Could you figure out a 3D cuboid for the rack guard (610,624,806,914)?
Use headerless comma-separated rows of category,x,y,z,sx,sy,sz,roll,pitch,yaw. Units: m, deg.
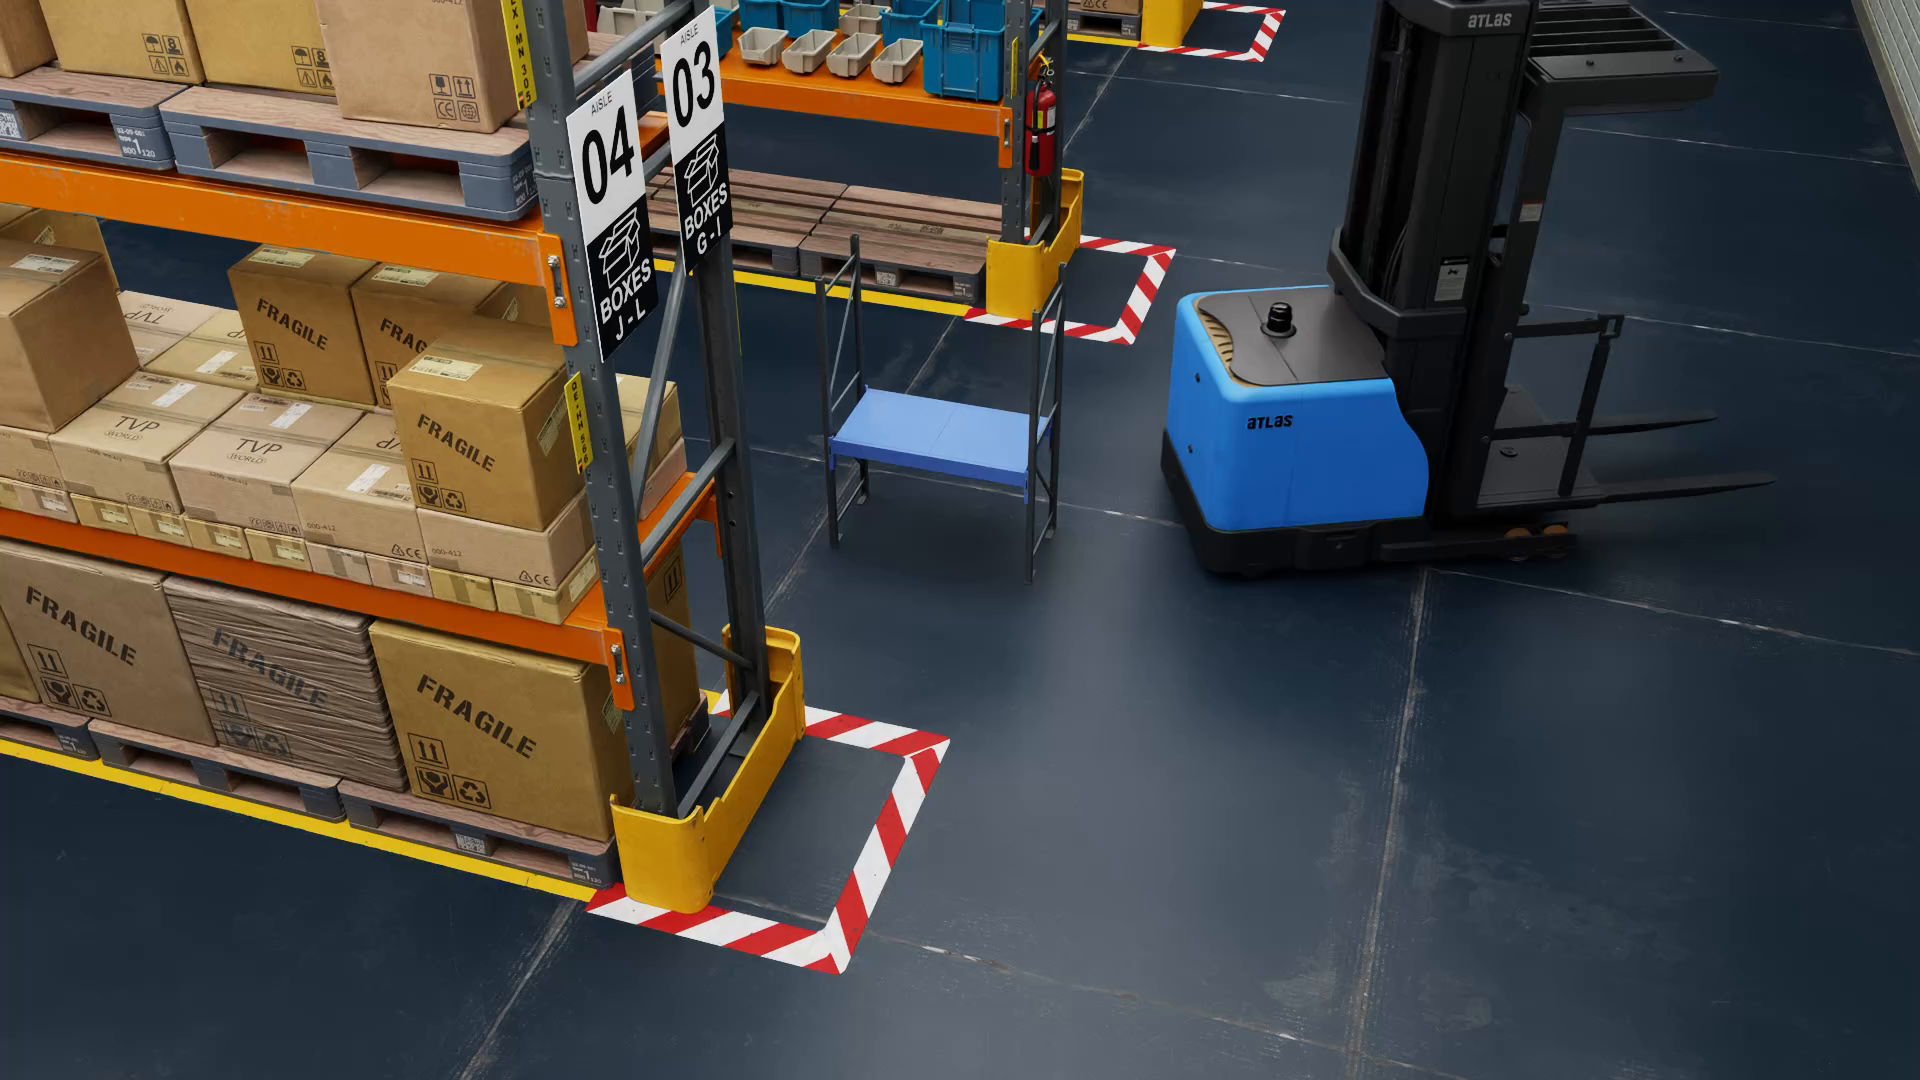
rack guard,-0.997,0.901,6.789,0.348,0.500,1.175,10,38,14

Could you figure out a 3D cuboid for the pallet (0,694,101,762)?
pallet,-4.136,0.485,7.598,1.213,0.211,1.003,10,38,14

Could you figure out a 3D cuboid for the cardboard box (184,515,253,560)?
cardboard box,-2.681,-0.111,6.267,0.250,0.149,0.380,11,38,14

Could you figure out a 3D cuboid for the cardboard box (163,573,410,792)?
cardboard box,-2.524,0.348,6.870,0.875,0.875,0.875,10,38,14

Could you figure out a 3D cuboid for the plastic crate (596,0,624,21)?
plastic crate,-2.213,-3.487,10.823,0.590,0.125,0.437,10,38,14

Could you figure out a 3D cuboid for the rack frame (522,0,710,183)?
rack frame,-1.020,-2.526,4.276,0.127,3.000,1.000,10,38,14

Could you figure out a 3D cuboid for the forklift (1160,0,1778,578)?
forklift,2.625,-1.382,7.839,3.031,2.935,1.130,-5,37,-6

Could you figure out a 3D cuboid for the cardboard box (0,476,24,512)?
cardboard box,-3.657,-0.292,6.513,0.250,0.149,0.380,10,38,13

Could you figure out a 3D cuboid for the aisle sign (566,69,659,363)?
aisle sign,-1.041,-0.974,5.035,0.004,0.787,0.394,10,38,14

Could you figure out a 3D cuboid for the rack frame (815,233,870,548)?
rack frame,-0.567,-0.709,8.133,0.032,1.500,0.500,10,38,14

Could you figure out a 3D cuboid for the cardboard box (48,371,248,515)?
cardboard box,-3.030,-0.374,6.289,0.500,0.250,0.500,11,38,14

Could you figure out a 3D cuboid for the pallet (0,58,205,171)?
pallet,-2.900,-1.622,5.653,1.213,0.211,1.003,10,38,14

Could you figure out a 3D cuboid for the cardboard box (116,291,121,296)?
cardboard box,-3.844,-0.857,6.944,0.500,0.250,0.500,12,38,15

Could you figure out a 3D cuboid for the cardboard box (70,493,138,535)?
cardboard box,-3.167,-0.201,6.389,0.250,0.149,0.380,9,37,13

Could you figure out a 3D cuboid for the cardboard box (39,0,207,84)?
cardboard box,-2.542,-1.861,5.379,0.500,0.500,0.700,8,37,11

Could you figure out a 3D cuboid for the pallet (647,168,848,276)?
pallet,-1.480,-2.174,11.210,1.213,0.211,1.003,10,38,14

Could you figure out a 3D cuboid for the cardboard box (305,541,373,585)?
cardboard box,-2.185,-0.020,6.144,0.250,0.149,0.380,11,38,15

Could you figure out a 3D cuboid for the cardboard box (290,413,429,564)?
cardboard box,-2.046,-0.195,6.045,0.500,0.250,0.500,10,37,13

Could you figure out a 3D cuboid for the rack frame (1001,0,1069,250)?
rack frame,0.457,-2.912,9.861,0.127,3.000,1.000,10,38,14

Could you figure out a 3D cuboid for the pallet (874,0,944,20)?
pallet,-0.057,-4.962,14.998,1.213,0.211,1.003,10,38,14

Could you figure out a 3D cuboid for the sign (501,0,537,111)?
sign,-1.195,-1.338,4.512,0.005,0.325,0.100,10,38,14

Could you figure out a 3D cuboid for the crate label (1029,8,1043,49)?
crate label,0.319,-3.099,10.206,0.303,0.233,0.416,10,38,14

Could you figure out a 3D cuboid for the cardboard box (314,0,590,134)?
cardboard box,-1.533,-1.629,5.065,0.500,0.500,0.700,8,37,11

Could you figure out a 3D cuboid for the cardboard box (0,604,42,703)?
cardboard box,-4.232,0.032,7.300,0.875,0.875,0.875,10,38,14

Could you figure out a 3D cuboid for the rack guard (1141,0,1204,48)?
rack guard,1.865,-4.721,14.428,0.348,0.500,1.175,10,38,14

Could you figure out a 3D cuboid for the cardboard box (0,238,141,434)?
cardboard box,-3.492,-0.768,6.191,0.500,0.500,0.500,9,37,12

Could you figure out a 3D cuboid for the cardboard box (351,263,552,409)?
cardboard box,-1.875,-0.797,6.231,0.500,0.500,0.500,10,37,13

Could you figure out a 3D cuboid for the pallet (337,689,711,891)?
pallet,-1.807,0.916,7.012,1.213,0.211,1.003,10,38,14

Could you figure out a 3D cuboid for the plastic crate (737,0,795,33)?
plastic crate,-1.224,-3.385,10.594,0.300,0.233,0.416,10,38,14

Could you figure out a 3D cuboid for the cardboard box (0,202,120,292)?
cardboard box,-3.843,-1.157,6.720,0.500,0.500,0.500,11,38,14

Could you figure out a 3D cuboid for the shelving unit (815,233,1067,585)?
shelving unit,-0.081,-0.619,8.011,1.048,1.500,0.538,10,38,14

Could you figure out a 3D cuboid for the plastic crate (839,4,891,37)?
plastic crate,-0.610,-3.284,10.538,0.298,0.136,0.250,10,38,14

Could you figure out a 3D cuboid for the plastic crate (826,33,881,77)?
plastic crate,-0.648,-2.931,10.059,0.243,0.136,0.396,10,38,14

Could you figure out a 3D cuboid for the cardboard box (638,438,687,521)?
cardboard box,-1.261,-0.258,6.467,0.250,0.149,0.380,11,38,14

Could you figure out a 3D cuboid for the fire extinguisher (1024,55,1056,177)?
fire extinguisher,0.465,-2.447,9.609,0.183,0.674,0.296,10,38,14

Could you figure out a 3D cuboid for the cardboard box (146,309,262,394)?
cardboard box,-2.874,-0.675,6.697,0.500,0.250,0.500,10,37,13

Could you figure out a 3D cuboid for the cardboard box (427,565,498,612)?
cardboard box,-1.707,0.070,6.022,0.250,0.149,0.380,11,38,14

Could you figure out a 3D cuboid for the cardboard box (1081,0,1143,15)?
cardboard box,1.345,-4.841,14.220,0.500,0.500,0.500,10,38,14

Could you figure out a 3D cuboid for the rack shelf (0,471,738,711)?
rack shelf,-2.929,-0.174,6.747,4.000,0.370,1.077,10,38,14

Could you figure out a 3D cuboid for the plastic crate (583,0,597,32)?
plastic crate,-2.584,-3.370,10.378,0.583,0.464,0.402,10,38,14

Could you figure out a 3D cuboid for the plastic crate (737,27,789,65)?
plastic crate,-1.209,-3.009,10.164,0.250,0.136,0.298,10,38,14

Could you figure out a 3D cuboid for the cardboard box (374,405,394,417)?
cardboard box,-1.896,-0.495,6.453,0.500,0.250,0.500,10,38,13

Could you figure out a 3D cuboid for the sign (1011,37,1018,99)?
sign,0.308,-2.664,9.386,0.005,0.325,0.100,10,38,14
